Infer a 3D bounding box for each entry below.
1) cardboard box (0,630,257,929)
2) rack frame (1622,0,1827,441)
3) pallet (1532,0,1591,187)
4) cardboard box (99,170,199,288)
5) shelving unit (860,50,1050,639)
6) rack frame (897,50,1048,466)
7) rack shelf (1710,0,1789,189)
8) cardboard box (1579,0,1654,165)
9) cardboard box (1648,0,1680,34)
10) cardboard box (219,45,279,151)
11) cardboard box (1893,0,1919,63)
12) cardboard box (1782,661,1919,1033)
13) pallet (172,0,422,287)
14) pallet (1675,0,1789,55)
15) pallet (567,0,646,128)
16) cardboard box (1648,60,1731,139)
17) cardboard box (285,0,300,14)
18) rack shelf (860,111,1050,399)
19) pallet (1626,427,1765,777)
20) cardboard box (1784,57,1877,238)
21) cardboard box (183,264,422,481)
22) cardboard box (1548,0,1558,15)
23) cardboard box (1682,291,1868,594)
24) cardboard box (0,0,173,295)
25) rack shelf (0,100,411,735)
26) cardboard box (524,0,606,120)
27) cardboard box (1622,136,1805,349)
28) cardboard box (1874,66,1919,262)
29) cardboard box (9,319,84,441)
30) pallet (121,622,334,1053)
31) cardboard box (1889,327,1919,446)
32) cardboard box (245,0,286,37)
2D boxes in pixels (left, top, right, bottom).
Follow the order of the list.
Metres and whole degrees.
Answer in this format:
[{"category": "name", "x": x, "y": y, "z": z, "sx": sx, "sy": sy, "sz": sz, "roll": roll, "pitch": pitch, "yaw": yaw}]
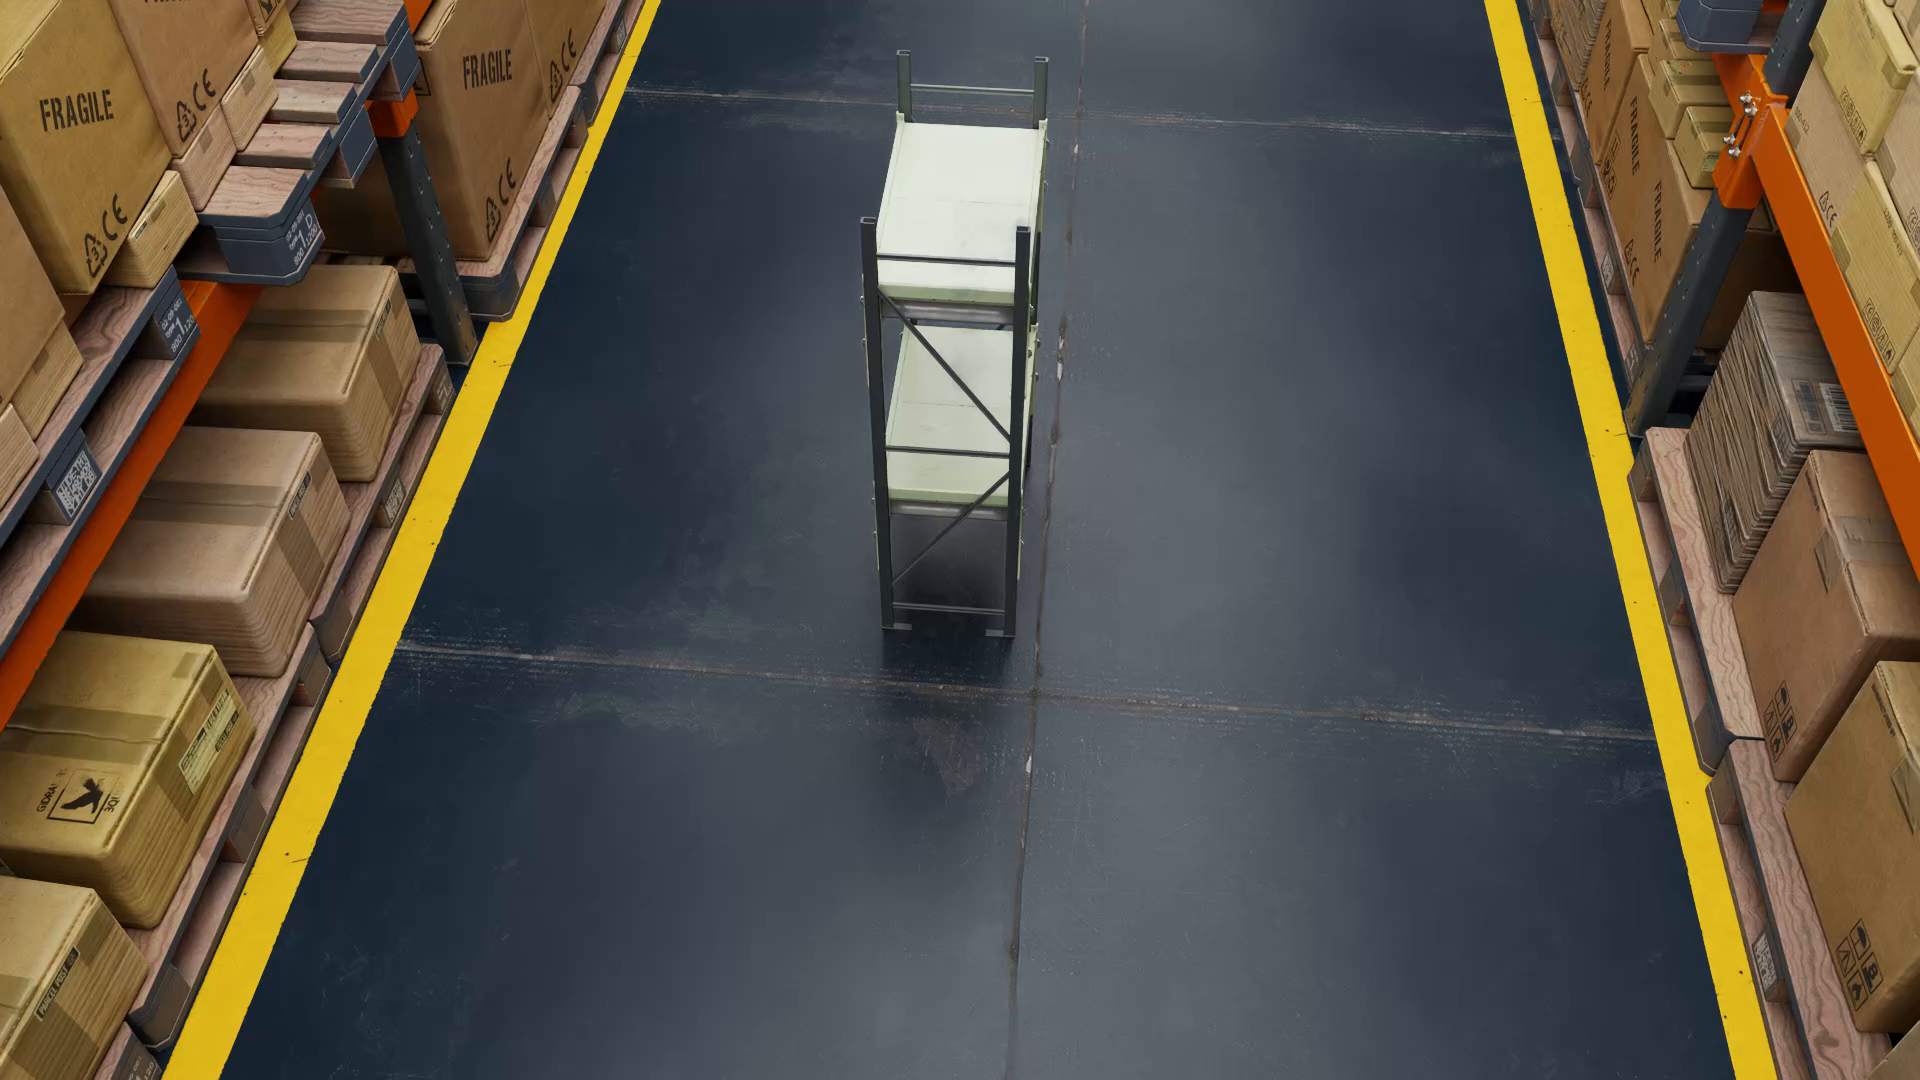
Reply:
[{"category": "cardboard box", "x": -2.400, "y": 0.568, "z": 4.194, "sx": 0.950, "sy": 0.372, "sz": 0.625, "roll": 5, "pitch": 48, "yaw": 5}, {"category": "rack frame", "x": 2.739, "y": -1.360, "z": 4.461, "sx": 1.000, "sy": 3.000, "sz": 0.127, "roll": 4, "pitch": 48, "yaw": 4}, {"category": "pallet", "x": 2.958, "y": -1.859, "z": 6.808, "sx": 1.003, "sy": 0.211, "sz": 1.213, "roll": 4, "pitch": 48, "yaw": 4}, {"category": "cardboard box", "x": -1.973, "y": -0.714, "z": 3.756, "sx": 0.380, "sy": 0.149, "sz": 0.250, "roll": 5, "pitch": 48, "yaw": 4}, {"category": "shelving unit", "x": -0.001, "y": -0.501, "z": 4.692, "sx": 0.431, "sy": 1.500, "sz": 0.755, "roll": 4, "pitch": 48, "yaw": 4}, {"category": "rack frame", "x": 0.033, "y": -0.770, "z": 4.938, "sx": 0.400, "sy": 1.500, "sz": 0.023, "roll": 4, "pitch": 48, "yaw": 4}, {"category": "rack shelf", "x": 2.921, "y": -2.587, "z": 6.071, "sx": 1.077, "sy": 0.370, "sz": 4.000, "roll": 4, "pitch": 48, "yaw": 4}, {"category": "cardboard box", "x": 2.664, "y": -1.735, "z": 6.214, "sx": 0.500, "sy": 0.500, "sz": 0.500, "roll": 6, "pitch": 48, "yaw": 5}, {"category": "cardboard box", "x": 2.663, "y": -1.841, "z": 5.871, "sx": 0.380, "sy": 0.149, "sz": 0.250, "roll": 5, "pitch": 48, "yaw": 5}, {"category": "cardboard box", "x": -1.931, "y": -1.102, "z": 4.110, "sx": 0.380, "sy": 0.149, "sz": 0.250, "roll": 4, "pitch": 48, "yaw": 3}, {"category": "cardboard box", "x": 2.393, "y": -1.202, "z": 3.810, "sx": 0.380, "sy": 0.149, "sz": 0.250, "roll": 5, "pitch": 48, "yaw": 4}, {"category": "cardboard box", "x": 2.556, "y": 0.732, "z": 3.872, "sx": 0.875, "sy": 0.625, "sz": 0.625, "roll": 2, "pitch": 48, "yaw": 2}, {"category": "pallet", "x": -2.163, "y": -1.096, "z": 4.350, "sx": 1.213, "sy": 0.211, "sz": 1.003, "roll": 4, "pitch": 48, "yaw": 4}, {"category": "pallet", "x": 2.731, "y": -1.798, "z": 4.992, "sx": 1.213, "sy": 0.211, "sz": 1.003, "roll": 4, "pitch": 48, "yaw": 4}, {"category": "pallet", "x": -1.944, "y": -2.219, "z": 7.136, "sx": 1.003, "sy": 0.211, "sz": 1.213, "roll": 4, "pitch": 48, "yaw": 4}, {"category": "cardboard box", "x": 2.526, "y": -1.460, "z": 5.522, "sx": 0.380, "sy": 0.149, "sz": 0.250, "roll": 2, "pitch": 48, "yaw": 2}, {"category": "cardboard box", "x": -2.000, "y": -1.492, "z": 4.467, "sx": 0.380, "sy": 0.149, "sz": 0.250, "roll": 5, "pitch": 48, "yaw": 5}, {"category": "rack shelf", "x": -0.001, "y": -0.765, "z": 4.404, "sx": 0.431, "sy": 0.370, "sz": 0.720, "roll": 4, "pitch": 48, "yaw": 4}, {"category": "pallet", "x": 2.625, "y": 0.183, "z": 4.940, "sx": 1.003, "sy": 0.211, "sz": 1.213, "roll": 4, "pitch": 48, "yaw": 4}, {"category": "cardboard box", "x": 2.455, "y": -1.000, "z": 4.234, "sx": 0.500, "sy": 0.250, "sz": 0.500, "roll": 4, "pitch": 48, "yaw": 4}, {"category": "cardboard box", "x": -2.266, "y": -0.532, "z": 5.200, "sx": 0.950, "sy": 0.372, "sz": 0.625, "roll": 1, "pitch": 48, "yaw": 1}, {"category": "cardboard box", "x": 2.747, "y": -2.499, "z": 6.912, "sx": 0.500, "sy": 0.500, "sz": 0.500, "roll": 3, "pitch": 48, "yaw": 2}, {"category": "cardboard box", "x": 2.668, "y": -0.243, "z": 4.764, "sx": 0.875, "sy": 0.625, "sz": 0.625, "roll": 5, "pitch": 48, "yaw": 5}, {"category": "cardboard box", "x": -2.050, "y": -0.863, "z": 3.453, "sx": 0.500, "sy": 0.500, "sz": 0.500, "roll": 1, "pitch": 48, "yaw": 1}, {"category": "rack shelf", "x": -2.387, "y": 0.021, "z": 3.686, "sx": 1.077, "sy": 0.370, "sz": 4.000, "roll": 4, "pitch": 48, "yaw": 4}, {"category": "cardboard box", "x": -1.973, "y": -2.273, "z": 6.452, "sx": 0.875, "sy": 0.875, "sz": 0.875, "roll": 4, "pitch": 48, "yaw": 4}, {"category": "cardboard box", "x": 2.563, "y": -0.984, "z": 5.526, "sx": 0.500, "sy": 0.500, "sz": 0.500, "roll": 5, "pitch": 48, "yaw": 5}, {"category": "cardboard box", "x": 2.408, "y": -0.801, "z": 3.713, "sx": 0.500, "sy": 0.250, "sz": 0.500, "roll": 5, "pitch": 48, "yaw": 5}, {"category": "cardboard box", "x": -2.062, "y": -0.348, "z": 3.421, "sx": 0.380, "sy": 0.149, "sz": 0.250, "roll": 2, "pitch": 48, "yaw": 2}, {"category": "pallet", "x": -2.391, "y": 0.718, "z": 4.450, "sx": 1.003, "sy": 0.211, "sz": 1.213, "roll": 4, "pitch": 48, "yaw": 4}, {"category": "cardboard box", "x": 2.364, "y": -0.252, "z": 3.549, "sx": 0.500, "sy": 0.250, "sz": 0.500, "roll": 2, "pitch": 48, "yaw": 2}, {"category": "cardboard box", "x": -1.969, "y": -1.615, "z": 4.140, "sx": 0.500, "sy": 0.500, "sz": 0.500, "roll": 3, "pitch": 48, "yaw": 2}]
